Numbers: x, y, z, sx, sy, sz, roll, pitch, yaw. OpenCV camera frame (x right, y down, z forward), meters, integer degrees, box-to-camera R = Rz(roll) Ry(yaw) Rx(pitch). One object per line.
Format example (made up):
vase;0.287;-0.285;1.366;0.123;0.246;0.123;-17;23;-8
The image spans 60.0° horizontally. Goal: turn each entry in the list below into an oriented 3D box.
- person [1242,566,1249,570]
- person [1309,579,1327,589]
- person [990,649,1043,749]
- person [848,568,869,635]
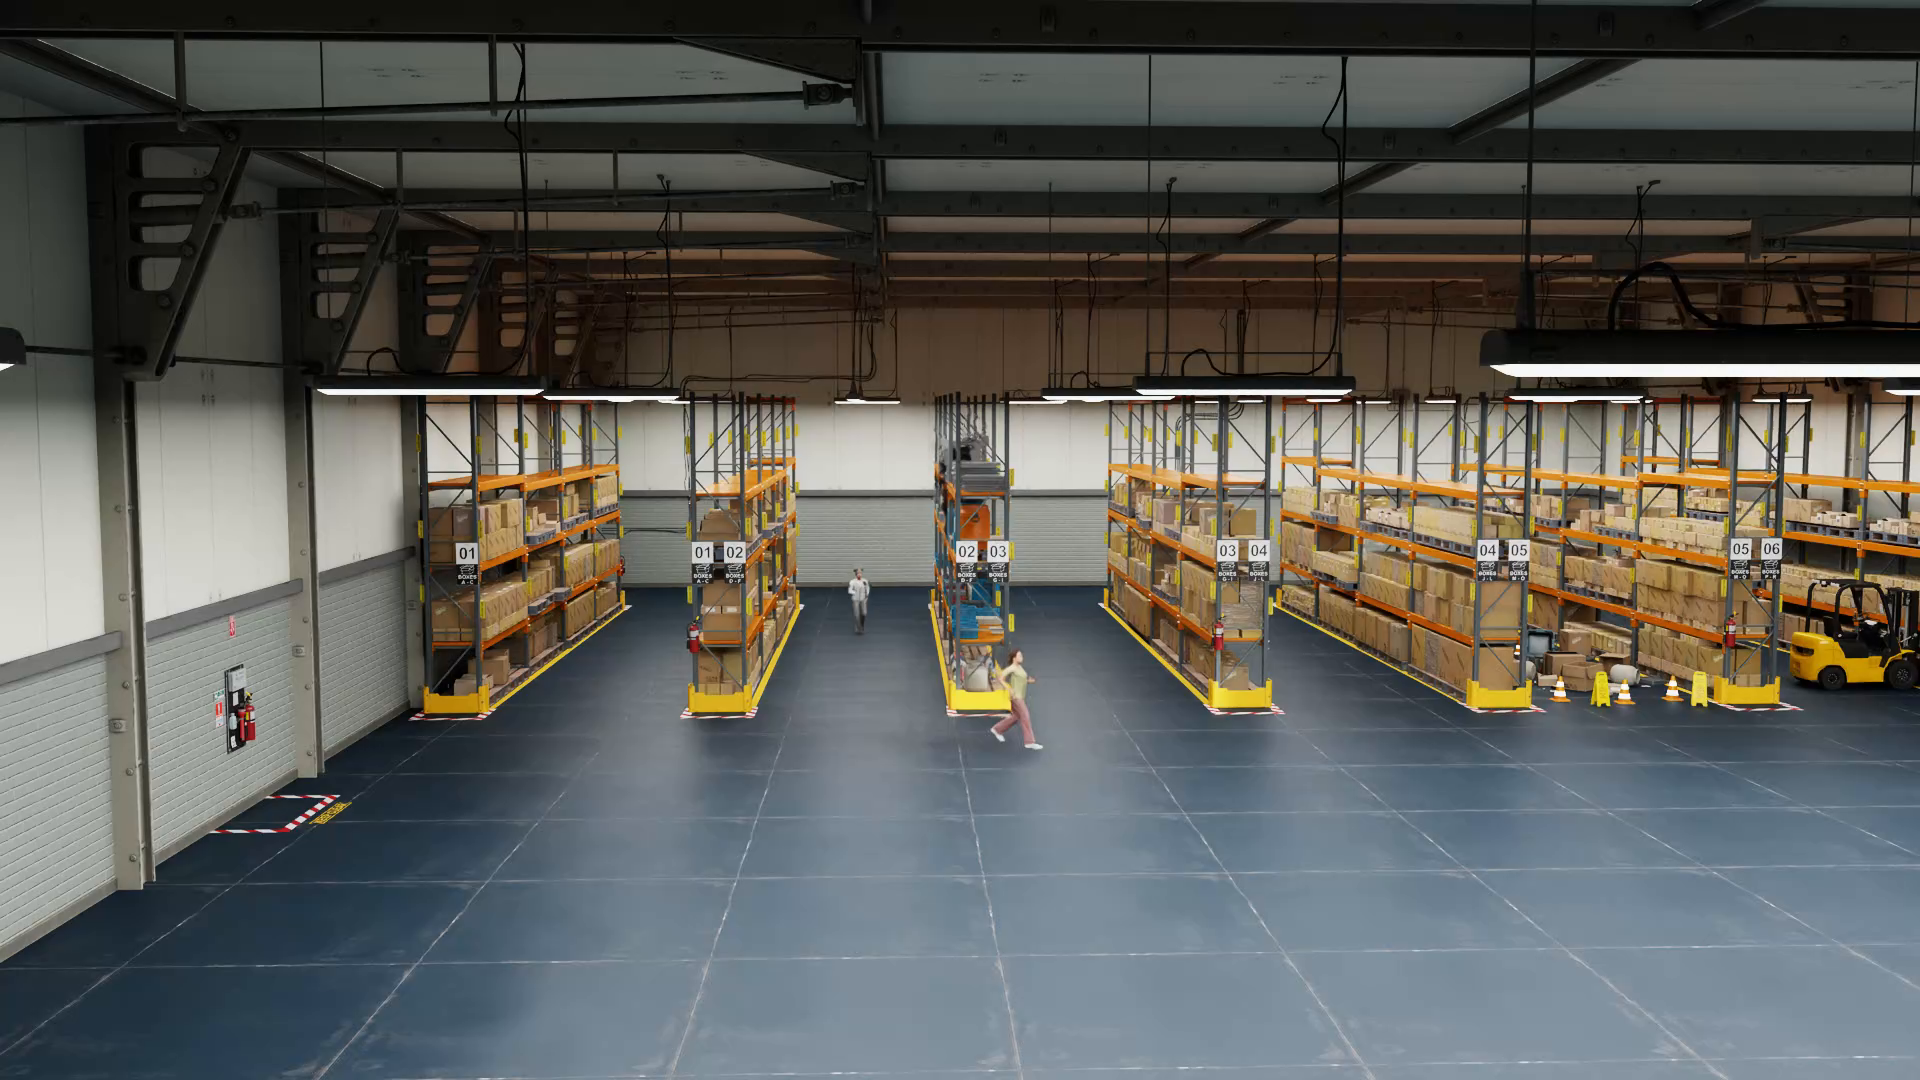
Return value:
person;7.861;1.088;47.203;0.718;1.730;0.535;2;5;28
person;10.552;0.927;49.006;0.614;1.748;0.670;0;5;2
person;0.944;2.643;27.817;0.964;1.649;0.580;2;5;21
person;-2.527;1.544;41.857;0.564;1.697;0.691;-1;5;-11
